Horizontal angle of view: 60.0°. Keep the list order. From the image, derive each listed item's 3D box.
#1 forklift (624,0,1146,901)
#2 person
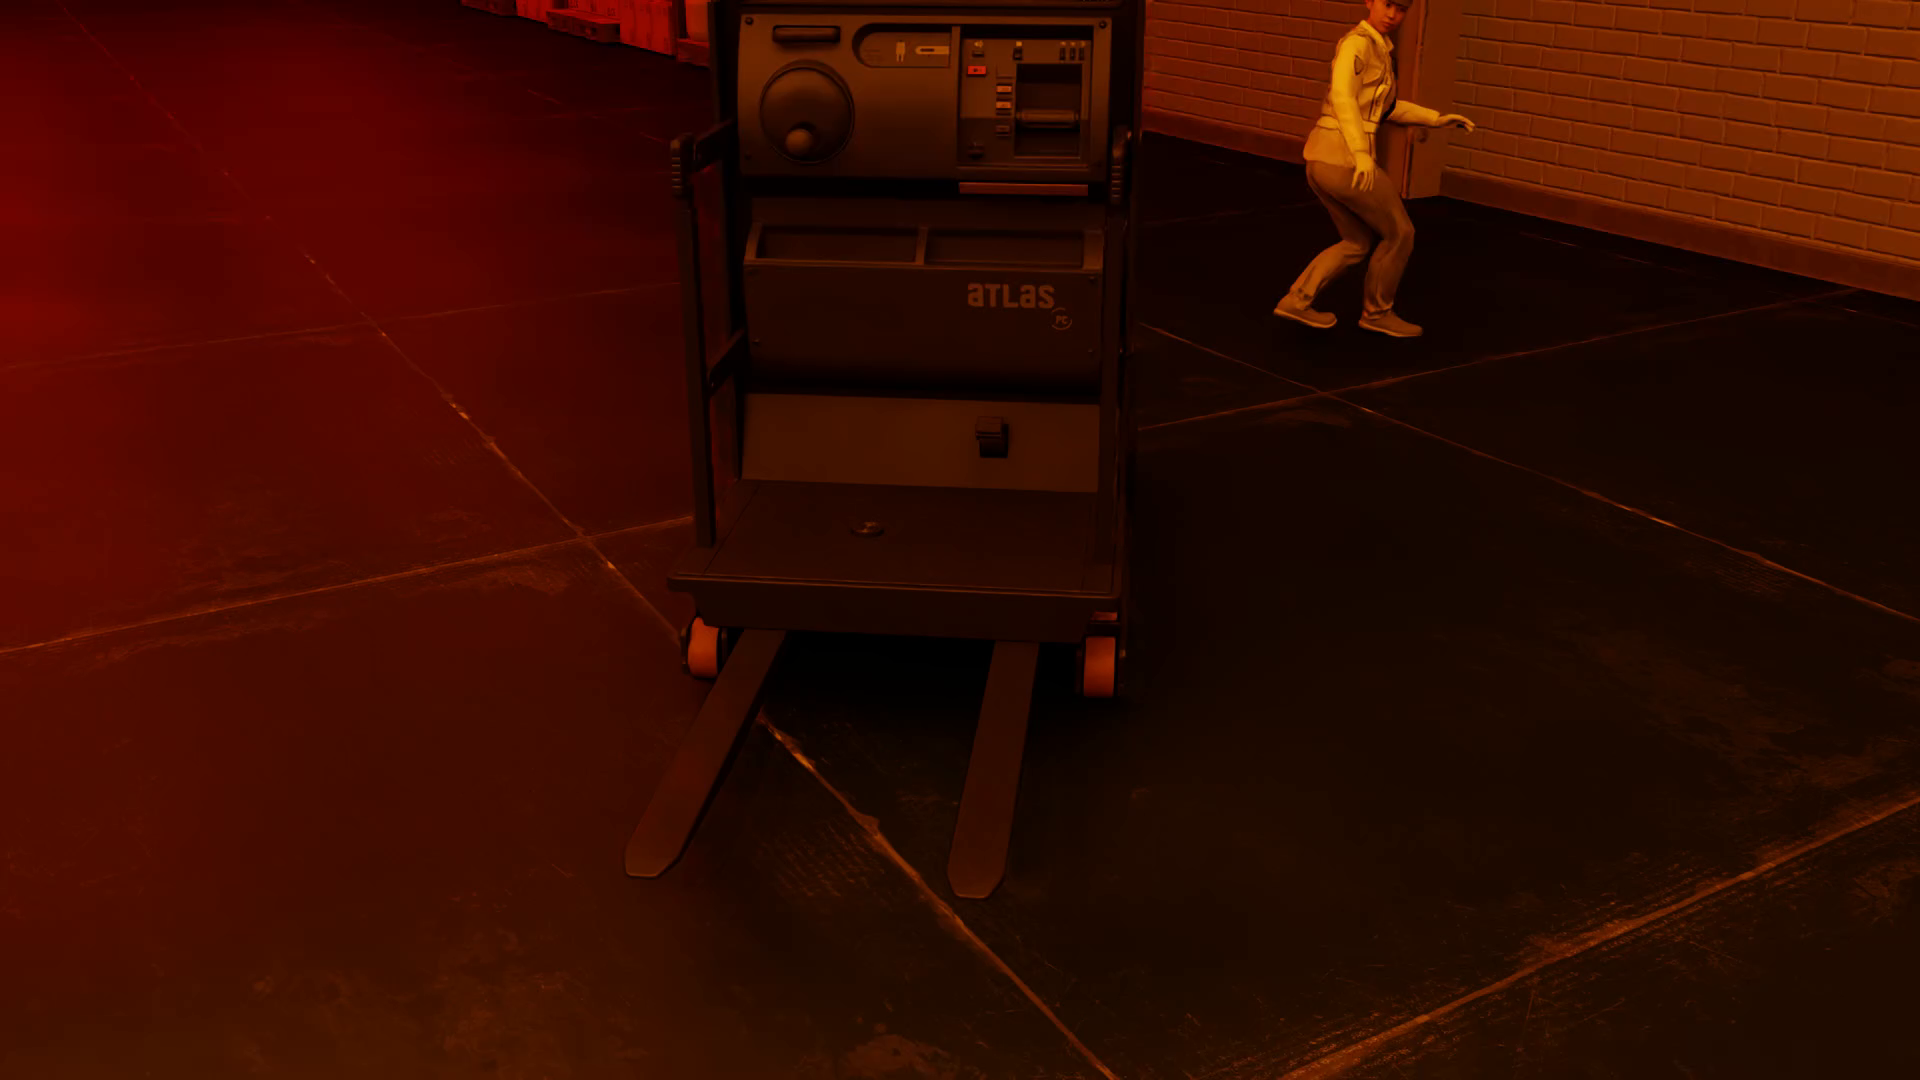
[{"bbox_3d":[-0.113,-1.092,3.936,1.130,2.935,3.031,2,22,6],"label":"forklift"},{"bbox_3d":[1.761,-1.566,6.939,0.799,1.556,0.801,1,22,2],"label":"person"}]
